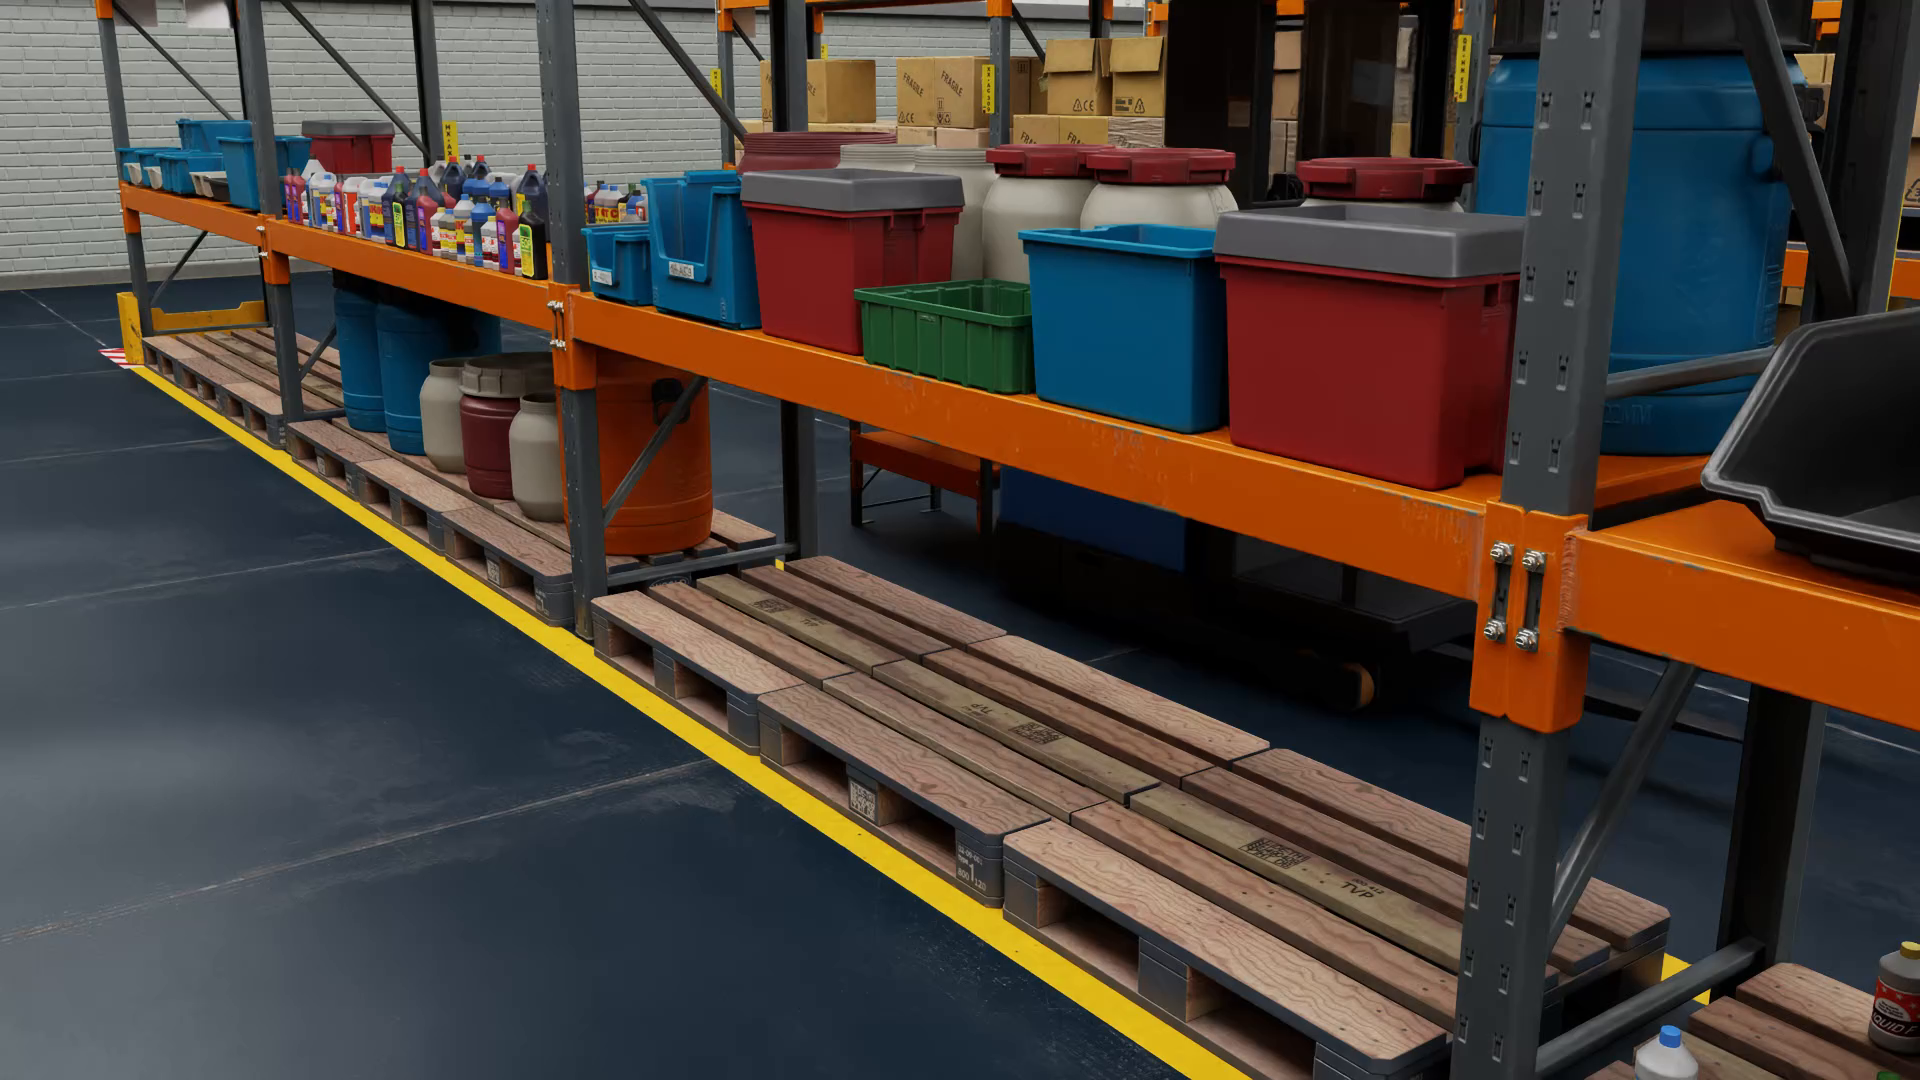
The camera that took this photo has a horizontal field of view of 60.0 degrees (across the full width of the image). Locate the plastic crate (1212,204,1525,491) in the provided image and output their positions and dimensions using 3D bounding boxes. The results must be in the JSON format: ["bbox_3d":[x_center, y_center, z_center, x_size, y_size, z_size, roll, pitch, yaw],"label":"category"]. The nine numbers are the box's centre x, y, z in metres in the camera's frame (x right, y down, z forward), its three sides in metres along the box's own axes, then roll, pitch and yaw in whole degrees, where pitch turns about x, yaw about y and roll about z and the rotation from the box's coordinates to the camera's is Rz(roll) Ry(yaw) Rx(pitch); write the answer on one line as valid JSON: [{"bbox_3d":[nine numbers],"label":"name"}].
[{"bbox_3d":[0.812,-0.385,3.178,0.402,0.464,0.583,-11,19,-35],"label":"plastic crate"}]

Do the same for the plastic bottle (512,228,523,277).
[{"bbox_3d":[-1.644,-1.104,6.303,0.097,0.201,0.097,0,15,0],"label":"plastic bottle"}]

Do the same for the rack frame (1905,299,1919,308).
[{"bbox_3d":[7.070,-2.669,11.646,1.000,3.000,0.127,-11,19,-35],"label":"rack frame"}]

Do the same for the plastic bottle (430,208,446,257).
[{"bbox_3d":[-2.180,-1.299,7.015,0.097,0.201,0.097,0,15,0],"label":"plastic bottle"}]

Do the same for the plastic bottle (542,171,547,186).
[{"bbox_3d":[-1.907,-1.602,7.839,0.144,0.351,0.185,-11,19,-35],"label":"plastic bottle"}]

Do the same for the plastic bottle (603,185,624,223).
[{"bbox_3d":[-1.533,-1.438,7.392,0.097,0.271,0.097,0,15,0],"label":"plastic bottle"}]

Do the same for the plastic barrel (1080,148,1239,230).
[{"bbox_3d":[0.527,-0.758,4.408,0.433,0.535,0.433,0,15,0],"label":"plastic barrel"}]

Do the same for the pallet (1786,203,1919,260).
[{"bbox_3d":[4.195,-1.412,7.416,1.003,0.211,1.213,-11,19,-35],"label":"pallet"}]

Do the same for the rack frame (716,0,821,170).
[{"bbox_3d":[-1.705,-3.629,15.154,1.000,3.000,0.127,-11,19,-35],"label":"rack frame"}]

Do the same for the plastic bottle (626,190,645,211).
[{"bbox_3d":[-1.368,-1.351,7.074,0.097,0.271,0.097,0,15,0],"label":"plastic bottle"}]

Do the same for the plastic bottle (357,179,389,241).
[{"bbox_3d":[-2.715,-1.541,7.760,0.152,0.276,0.135,-11,19,-35],"label":"plastic bottle"}]

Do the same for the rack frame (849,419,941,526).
[{"bbox_3d":[-0.303,-0.653,7.829,0.500,1.125,0.032,-11,19,-35],"label":"rack frame"}]

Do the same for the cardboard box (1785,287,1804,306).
[{"bbox_3d":[6.471,-1.766,12.286,0.500,0.500,0.500,-11,19,-35],"label":"cardboard box"}]

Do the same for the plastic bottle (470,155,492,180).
[{"bbox_3d":[-2.446,-1.797,8.555,0.144,0.351,0.185,-11,19,-35],"label":"plastic bottle"}]

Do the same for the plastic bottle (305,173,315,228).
[{"bbox_3d":[-3.271,-1.729,8.453,0.097,0.271,0.097,0,15,0],"label":"plastic bottle"}]

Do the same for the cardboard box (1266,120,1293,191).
[{"bbox_3d":[1.912,-2.254,9.939,0.500,0.500,0.500,-12,19,-36],"label":"cardboard box"}]

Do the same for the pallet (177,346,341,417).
[{"bbox_3d":[-4.545,-1.073,11.096,1.003,0.211,1.213,-11,19,-35],"label":"pallet"}]

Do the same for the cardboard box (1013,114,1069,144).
[{"bbox_3d":[0.715,-2.686,11.519,0.500,0.500,0.500,-11,19,-34],"label":"cardboard box"}]

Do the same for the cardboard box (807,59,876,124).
[{"bbox_3d":[-1.038,-3.701,13.717,0.500,0.500,0.500,-11,19,-36],"label":"cardboard box"}]

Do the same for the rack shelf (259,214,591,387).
[{"bbox_3d":[-2.184,-1.232,7.759,1.077,0.370,4.000,-11,19,-35],"label":"rack shelf"}]

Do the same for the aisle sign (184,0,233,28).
[{"bbox_3d":[-5.517,-4.175,12.224,0.394,0.787,0.004,-11,19,-35],"label":"aisle sign"}]

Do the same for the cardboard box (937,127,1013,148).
[{"bbox_3d":[0.175,-2.900,12.209,0.500,0.250,0.500,-11,19,-36],"label":"cardboard box"}]

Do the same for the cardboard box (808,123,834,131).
[{"bbox_3d":[-1.038,-3.338,13.811,0.500,0.250,0.500,-12,19,-36],"label":"cardboard box"}]

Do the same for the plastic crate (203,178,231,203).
[{"bbox_3d":[-4.235,-2.100,9.973,0.437,0.125,0.590,-11,19,-35],"label":"plastic crate"}]

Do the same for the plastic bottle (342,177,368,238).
[{"bbox_3d":[-2.851,-1.591,7.941,0.152,0.276,0.135,-11,19,-35],"label":"plastic bottle"}]

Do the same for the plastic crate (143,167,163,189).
[{"bbox_3d":[-5.312,-2.432,11.166,0.250,0.136,0.298,-11,19,-35],"label":"plastic crate"}]

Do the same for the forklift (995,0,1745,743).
[{"bbox_3d":[1.483,-0.993,5.652,1.130,2.935,3.031,-13,20,-39],"label":"forklift"}]

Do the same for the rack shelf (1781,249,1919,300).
[{"bbox_3d":[4.174,-1.147,7.447,1.077,0.370,4.000,-11,19,-35],"label":"rack shelf"}]

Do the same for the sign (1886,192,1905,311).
[{"bbox_3d":[1.795,-0.514,3.249,0.100,0.325,0.005,-11,19,-35],"label":"sign"}]

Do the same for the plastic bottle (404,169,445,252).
[{"bbox_3d":[-2.323,-1.433,7.223,0.144,0.351,0.185,-11,19,-35],"label":"plastic bottle"}]

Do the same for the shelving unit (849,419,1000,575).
[{"bbox_3d":[-0.004,-0.544,7.433,0.538,1.125,1.048,-11,19,-35],"label":"shelving unit"}]

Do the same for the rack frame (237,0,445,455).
[{"bbox_3d":[-3.360,-2.006,9.224,1.000,3.000,0.127,-11,19,-35],"label":"rack frame"}]

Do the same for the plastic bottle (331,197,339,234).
[{"bbox_3d":[-3.020,-1.604,8.130,0.097,0.201,0.097,0,15,0],"label":"plastic bottle"}]

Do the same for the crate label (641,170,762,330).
[{"bbox_3d":[-0.643,-0.915,5.170,0.502,0.435,0.616,-11,19,-35],"label":"crate label"}]

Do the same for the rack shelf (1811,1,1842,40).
[{"bbox_3d":[9.839,-4.986,15.792,1.077,0.370,4.000,-11,19,-35],"label":"rack shelf"}]

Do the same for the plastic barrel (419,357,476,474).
[{"bbox_3d":[-2.378,-0.604,8.019,0.421,0.512,0.421,0,15,0],"label":"plastic barrel"}]

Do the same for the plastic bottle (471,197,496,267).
[{"bbox_3d":[-1.894,-1.228,6.626,0.097,0.271,0.097,0,15,0],"label":"plastic bottle"}]

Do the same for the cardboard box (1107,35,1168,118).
[{"bbox_3d":[1.423,-3.024,10.852,0.797,0.503,0.637,-11,19,-34],"label":"cardboard box"}]

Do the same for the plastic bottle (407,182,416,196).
[{"bbox_3d":[-2.401,-1.437,7.367,0.061,0.283,0.133,-11,19,-35],"label":"plastic bottle"}]

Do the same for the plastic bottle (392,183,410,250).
[{"bbox_3d":[-2.450,-1.428,7.332,0.061,0.283,0.133,-11,19,-35],"label":"plastic bottle"}]

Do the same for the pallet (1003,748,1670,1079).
[{"bbox_3d":[0.851,0.885,3.941,1.003,0.211,1.213,-11,19,-35],"label":"pallet"}]

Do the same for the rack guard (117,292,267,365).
[{"bbox_3d":[-5.736,-1.658,12.686,1.175,0.500,0.348,-11,19,-35],"label":"rack guard"}]

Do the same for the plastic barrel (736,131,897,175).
[{"bbox_3d":[-0.490,-1.166,5.895,0.600,0.536,0.708,-11,19,-35],"label":"plastic barrel"}]

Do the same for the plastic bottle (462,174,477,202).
[{"bbox_3d":[-2.445,-1.701,8.353,0.097,0.271,0.097,0,15,0],"label":"plastic bottle"}]

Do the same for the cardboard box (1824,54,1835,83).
[{"bbox_3d":[9.010,-4.601,16.620,0.500,0.500,0.500,-11,19,-35],"label":"cardboard box"}]
